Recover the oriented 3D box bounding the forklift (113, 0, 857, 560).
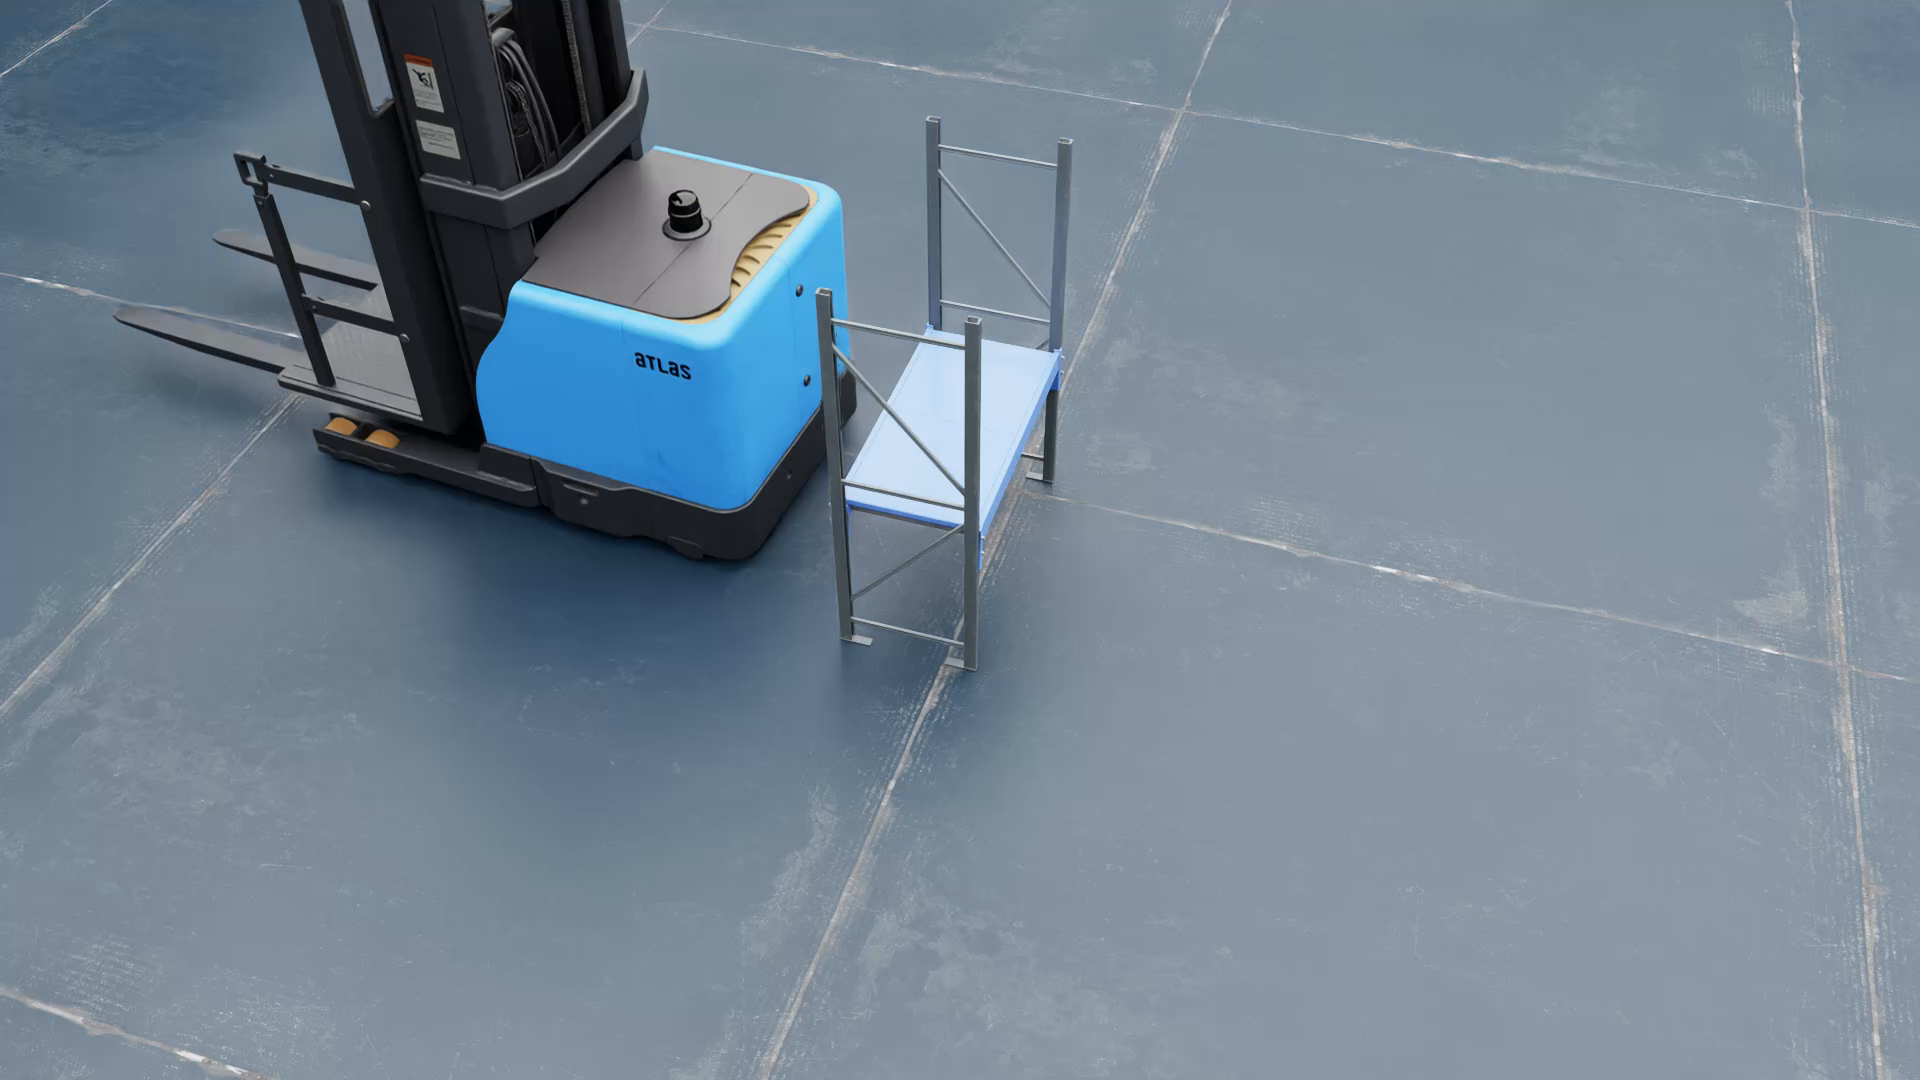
[{"bbox_3d":[-1.983,-1.638,5.828,3.031,2.935,1.130,16,47,16],"label":"forklift"}]

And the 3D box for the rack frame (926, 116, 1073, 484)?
[{"bbox_3d":[0.128,-0.818,6.014,0.500,1.500,0.032,13,46,12],"label":"rack frame"}]

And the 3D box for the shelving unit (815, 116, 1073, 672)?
[{"bbox_3d":[-0.026,-0.479,5.667,0.538,1.500,1.048,13,46,12],"label":"shelving unit"}]

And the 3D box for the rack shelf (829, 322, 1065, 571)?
[{"bbox_3d":[-0.026,-0.351,5.793,0.538,0.185,1.000,13,46,12],"label":"rack shelf"}]

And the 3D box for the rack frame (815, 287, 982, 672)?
[{"bbox_3d":[-0.180,-0.140,5.321,0.500,1.500,0.032,13,46,12],"label":"rack frame"}]
